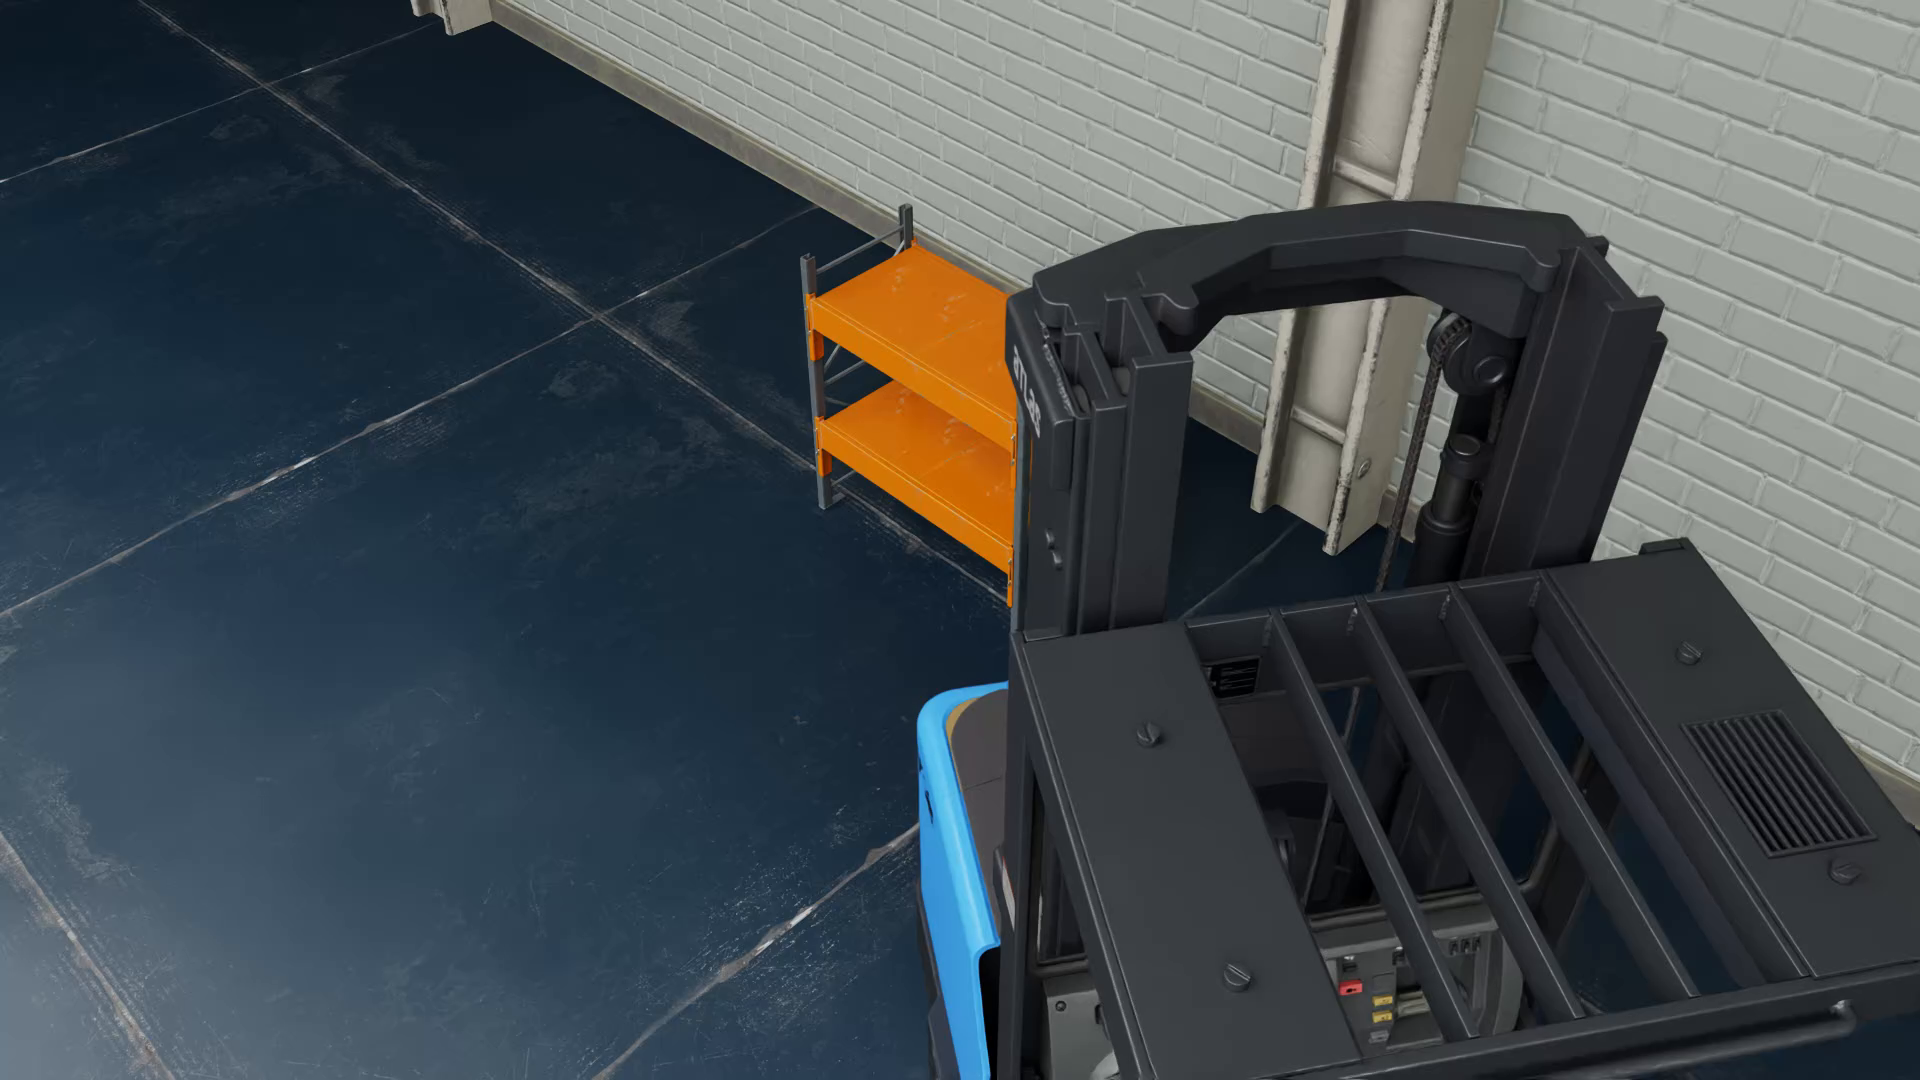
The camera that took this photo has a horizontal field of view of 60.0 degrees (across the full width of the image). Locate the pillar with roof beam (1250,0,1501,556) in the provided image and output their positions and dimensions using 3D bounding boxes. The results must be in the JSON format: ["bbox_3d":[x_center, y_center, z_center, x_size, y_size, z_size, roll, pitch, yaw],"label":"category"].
[{"bbox_3d":[-1.689,-1.348,1.078,9.100,9.000,0.400,-34,53,-31],"label":"pillar with roof beam"}]

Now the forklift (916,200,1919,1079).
[{"bbox_3d":[0.662,1.023,2.983,1.130,2.935,3.031,-8,43,-8],"label":"forklift"}]

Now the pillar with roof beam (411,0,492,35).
[{"bbox_3d":[-5.926,-4.231,4.198,9.100,9.000,0.400,-34,53,-31],"label":"pillar with roof beam"}]

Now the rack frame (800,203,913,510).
[{"bbox_3d":[-0.354,-0.654,6.129,0.500,1.125,0.032,-34,53,-31],"label":"rack frame"}]

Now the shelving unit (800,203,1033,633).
[{"bbox_3d":[0.005,-0.410,5.865,0.538,1.125,1.048,-34,53,-31],"label":"shelving unit"}]

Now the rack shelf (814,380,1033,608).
[{"bbox_3d":[0.005,-0.230,6.031,0.538,0.278,1.000,-34,53,-31],"label":"rack shelf"}]

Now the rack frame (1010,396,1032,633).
[{"bbox_3d":[0.364,-0.166,5.600,0.500,1.125,0.032,-34,53,-31],"label":"rack frame"}]

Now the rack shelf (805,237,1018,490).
[{"bbox_3d":[0.005,-0.625,5.666,0.538,0.278,1.000,-34,53,-31],"label":"rack shelf"}]
